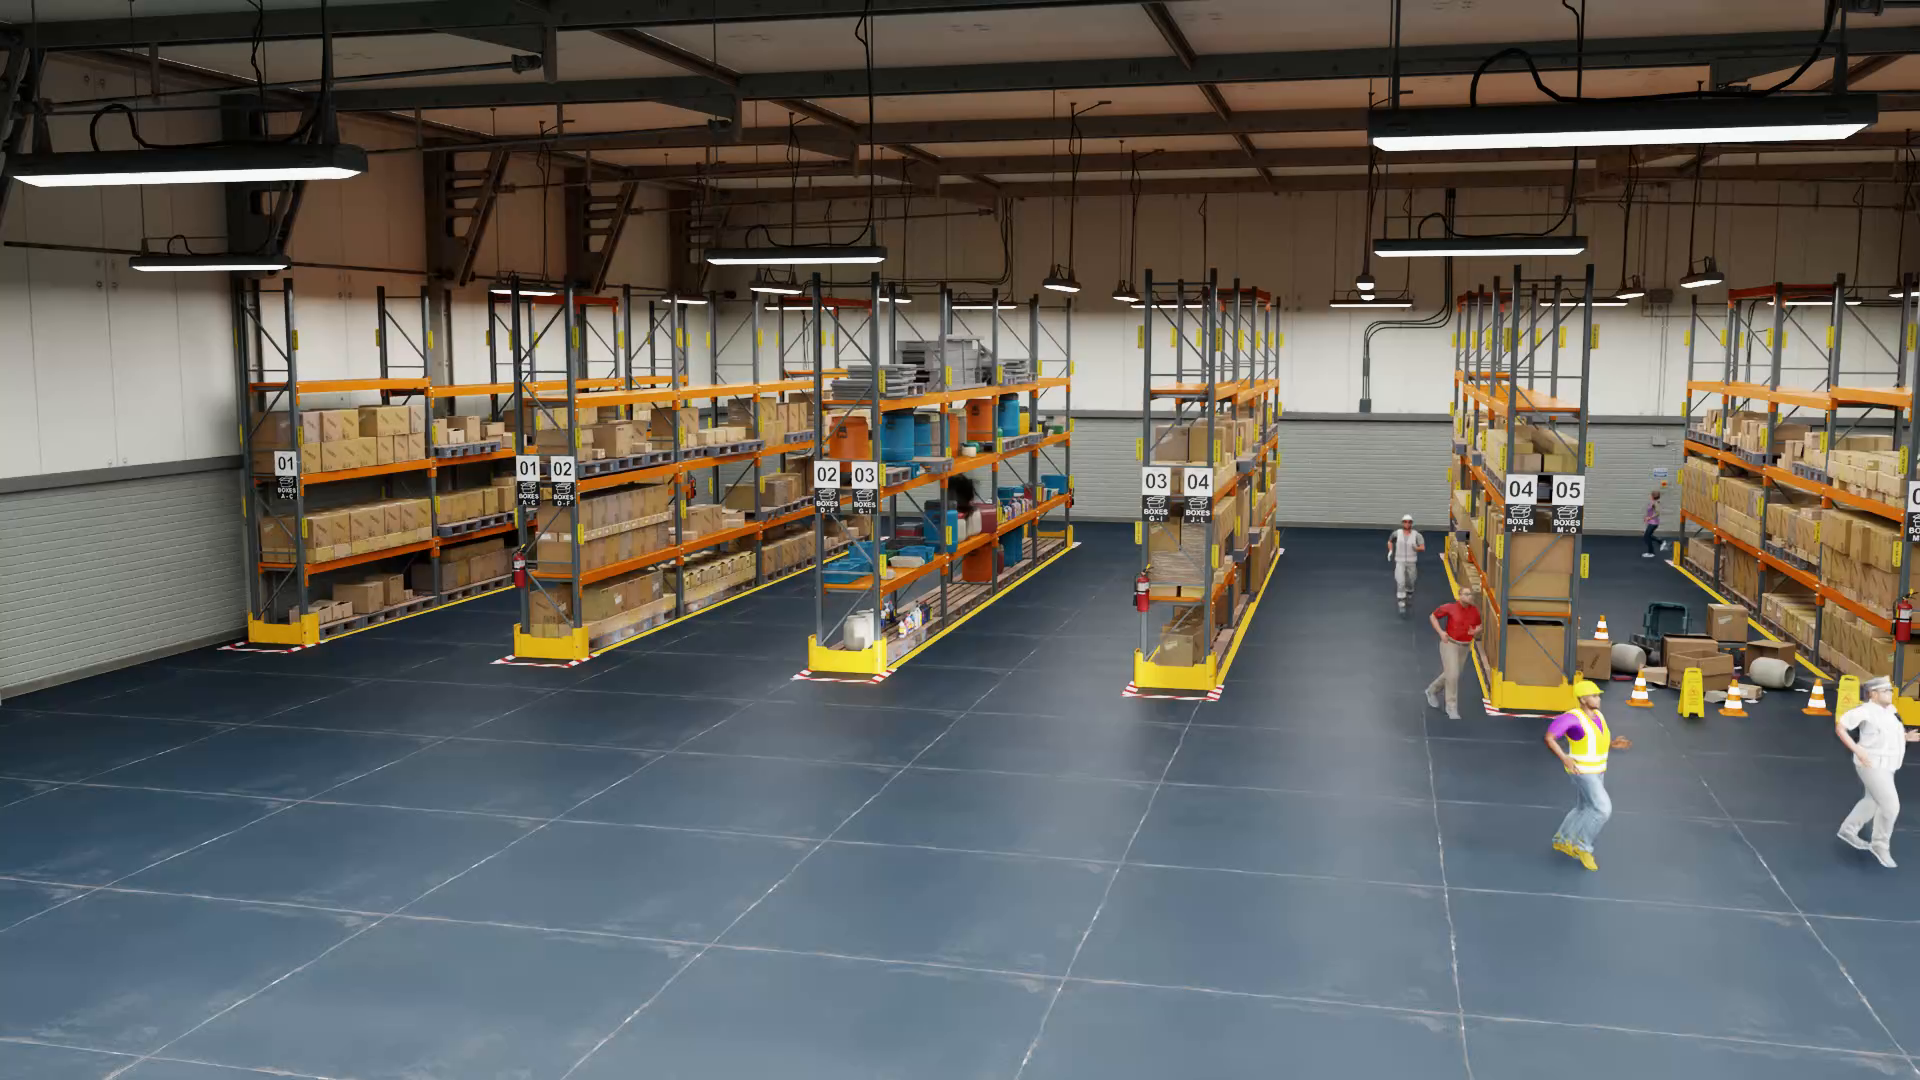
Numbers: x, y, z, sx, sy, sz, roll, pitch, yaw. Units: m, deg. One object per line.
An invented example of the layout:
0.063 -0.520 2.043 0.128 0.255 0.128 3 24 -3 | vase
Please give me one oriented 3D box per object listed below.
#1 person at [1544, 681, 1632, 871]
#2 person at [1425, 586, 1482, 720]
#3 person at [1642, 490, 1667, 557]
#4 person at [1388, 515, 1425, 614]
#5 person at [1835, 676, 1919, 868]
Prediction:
6.000 2.241 15.865 0.696 1.809 0.674 7 10 44 | person
6.704 1.493 22.447 0.676 1.766 0.882 -3 7 -21 | person
16.098 -0.375 38.499 0.551 1.557 0.539 2 7 18 | person
8.216 0.418 30.625 0.658 1.770 1.005 1 7 12 | person
8.865 2.215 16.048 0.639 1.851 0.731 -5 9 -36 | person
